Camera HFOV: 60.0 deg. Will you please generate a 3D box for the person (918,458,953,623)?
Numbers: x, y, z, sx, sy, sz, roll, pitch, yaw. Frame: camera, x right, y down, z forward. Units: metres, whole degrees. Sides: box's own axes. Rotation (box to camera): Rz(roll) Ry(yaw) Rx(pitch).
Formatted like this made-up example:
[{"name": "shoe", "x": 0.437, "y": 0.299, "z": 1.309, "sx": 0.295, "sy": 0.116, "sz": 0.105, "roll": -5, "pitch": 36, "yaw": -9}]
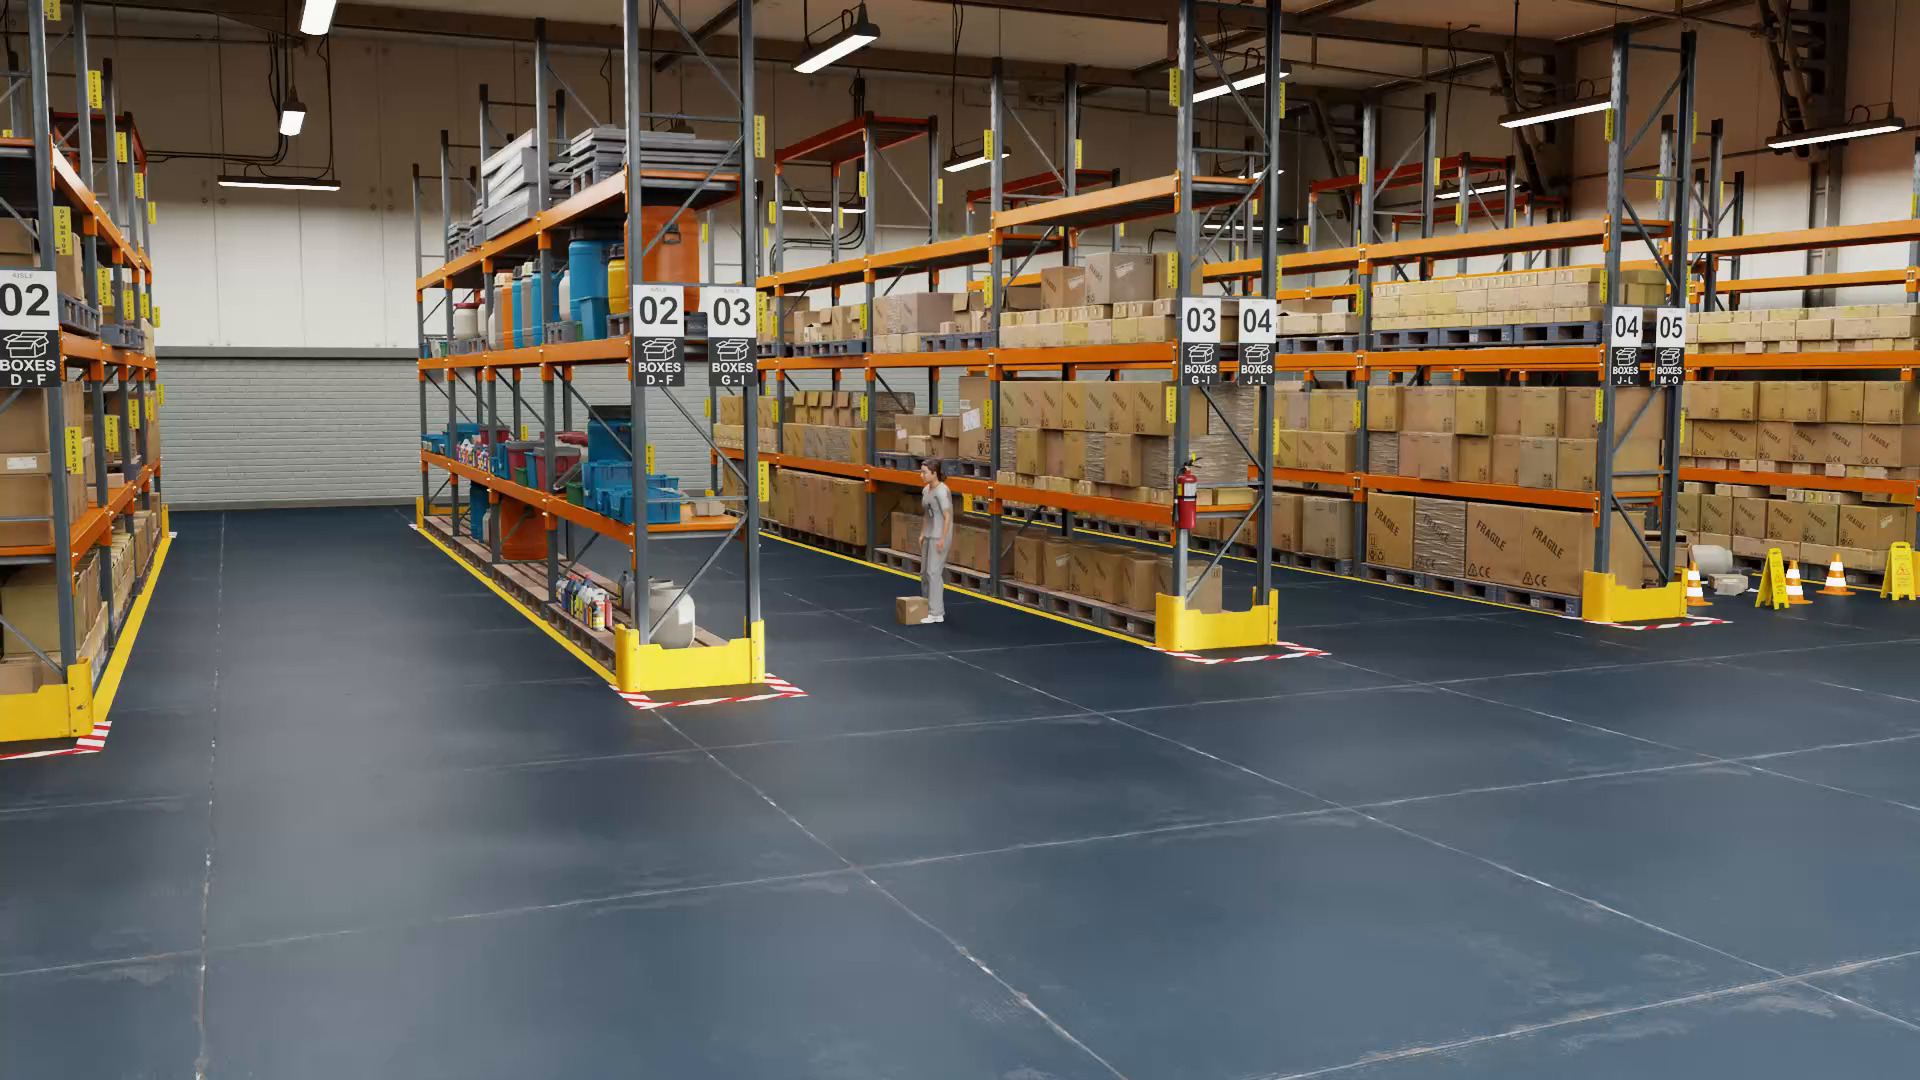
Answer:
[{"name": "person", "x": -0.289, "y": 0.001, "z": 16.958, "sx": 0.409, "sy": 1.673, "sz": 0.514, "roll": -3, "pitch": 6, "yaw": -27}]
